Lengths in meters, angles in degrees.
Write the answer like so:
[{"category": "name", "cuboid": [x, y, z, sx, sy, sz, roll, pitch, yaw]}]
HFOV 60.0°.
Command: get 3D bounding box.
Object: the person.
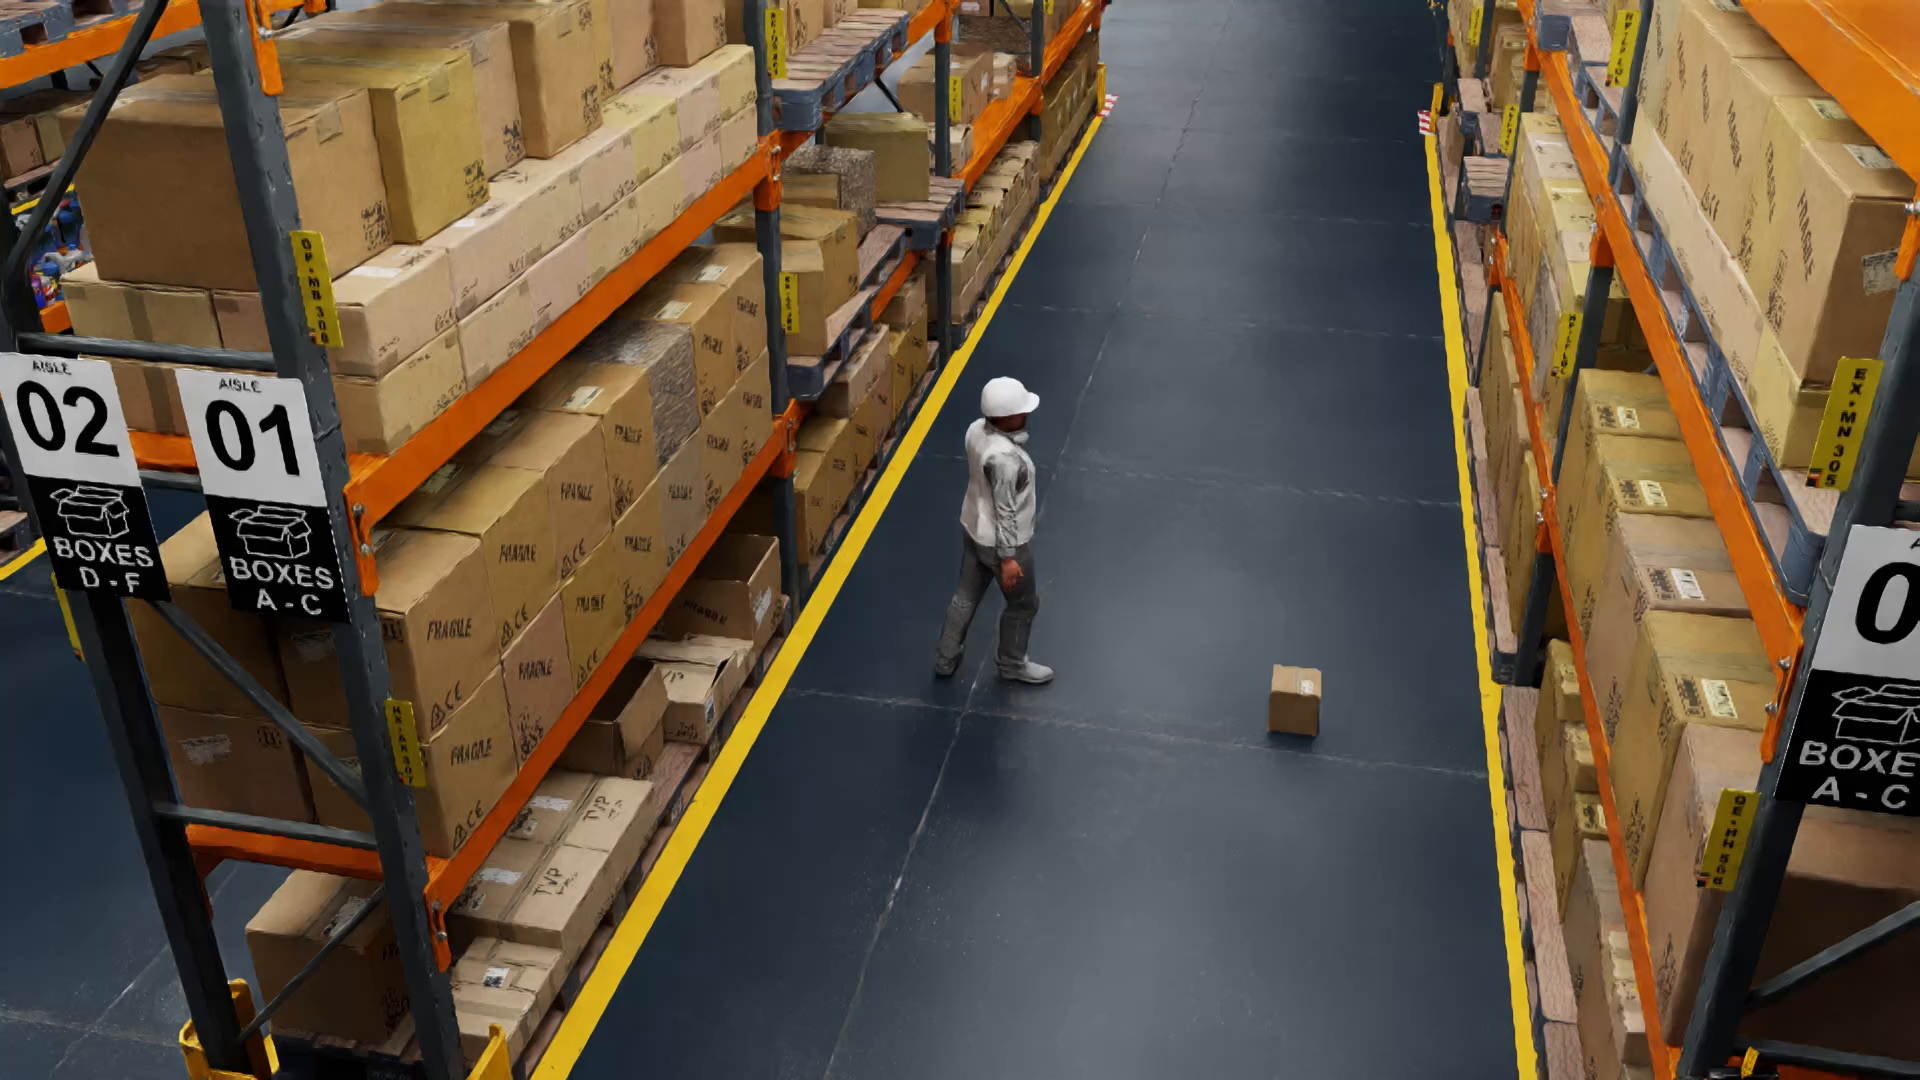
[{"category": "person", "cuboid": [0.182, -0.031, 8.656, 0.606, 1.766, 0.629, -10, 30, -17]}]
